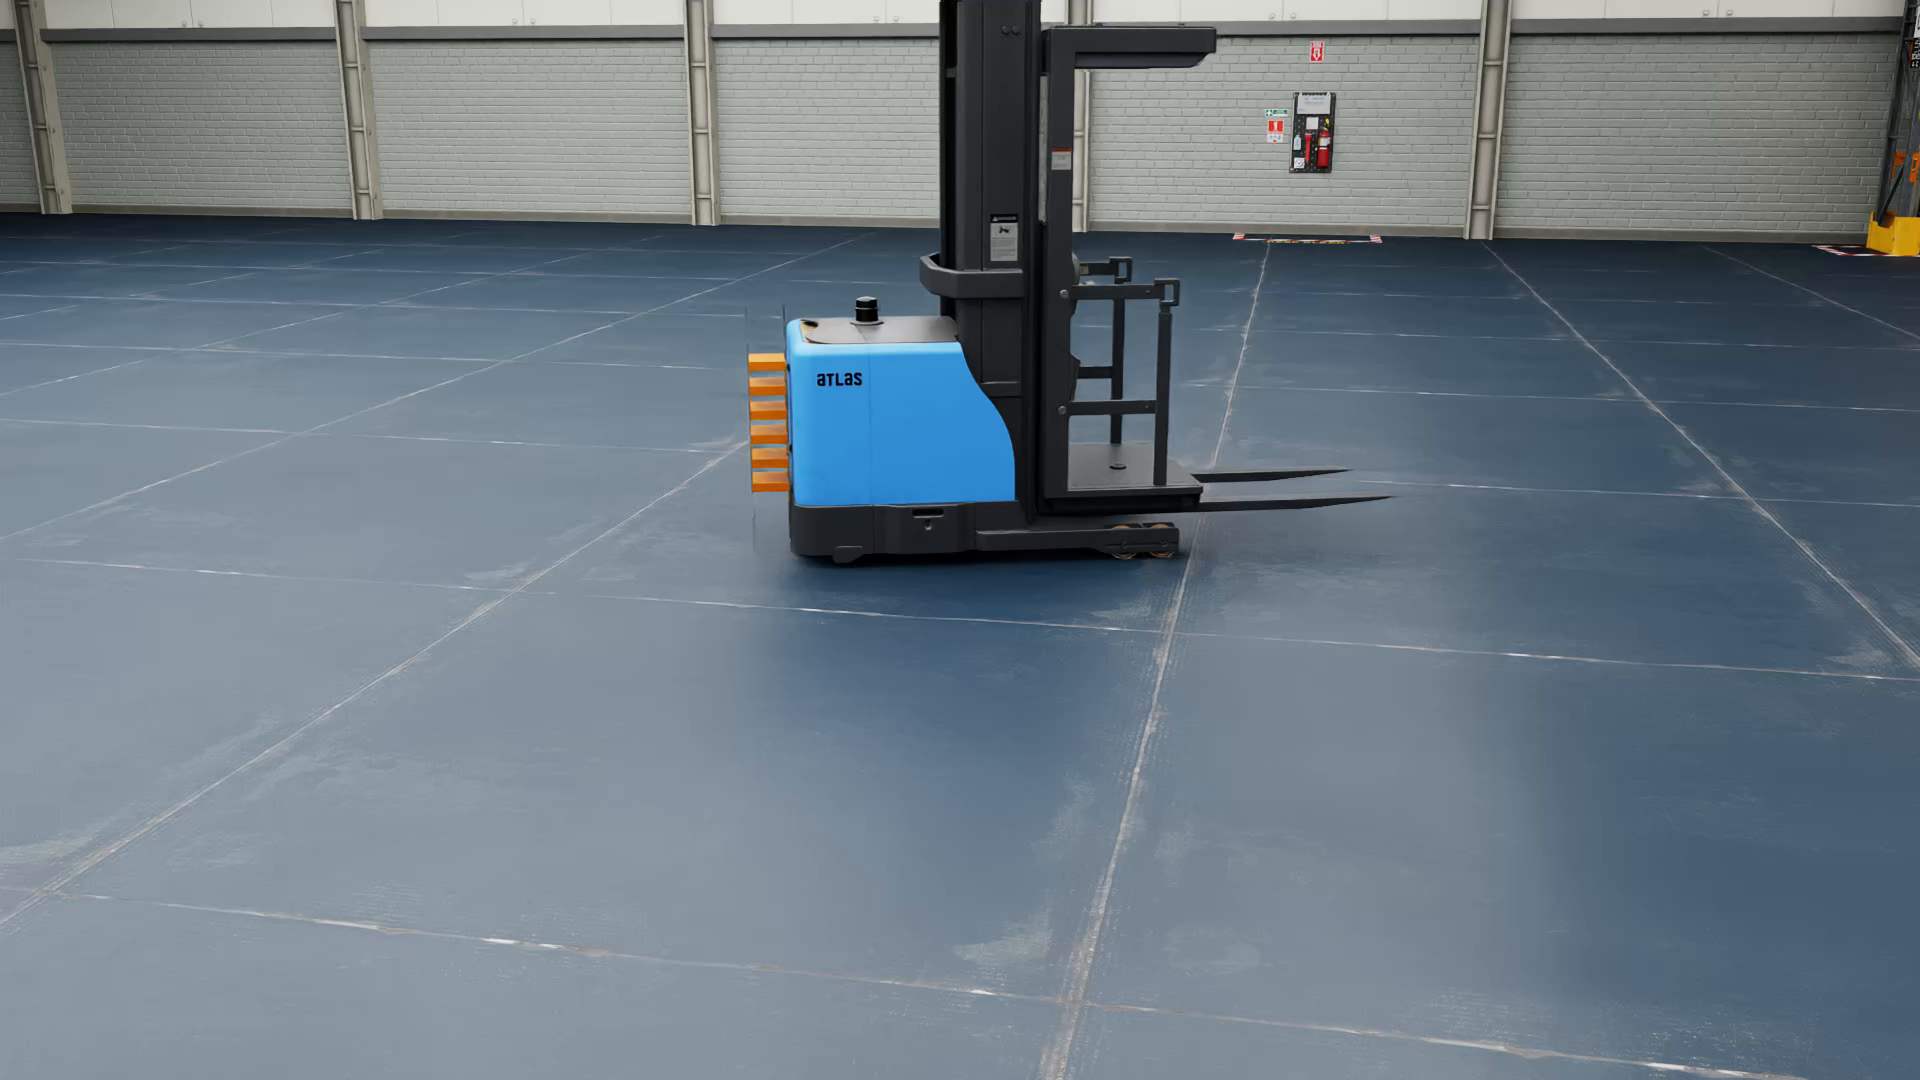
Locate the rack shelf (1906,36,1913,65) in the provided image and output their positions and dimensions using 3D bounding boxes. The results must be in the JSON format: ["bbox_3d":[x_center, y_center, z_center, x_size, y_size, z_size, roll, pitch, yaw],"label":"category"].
[{"bbox_3d":[14.644,-6.395,21.688,4.000,0.370,1.077,3,16,11],"label":"rack shelf"}]

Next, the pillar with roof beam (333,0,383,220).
[{"bbox_3d":[-10.834,-8.633,22.802,0.400,9.000,9.100,3,16,11],"label":"pillar with roof beam"}]

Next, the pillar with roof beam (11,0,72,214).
[{"bbox_3d":[-16.714,-8.953,23.954,0.400,9.000,9.100,3,16,11],"label":"pillar with roof beam"}]

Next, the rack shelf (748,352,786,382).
[{"bbox_3d":[-0.943,-0.847,8.120,0.180,0.103,0.258,-2,16,-7],"label":"rack shelf"}]

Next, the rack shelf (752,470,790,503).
[{"bbox_3d":[-0.943,-0.269,8.280,0.180,0.103,0.258,-2,16,-7],"label":"rack shelf"}]

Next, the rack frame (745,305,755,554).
[{"bbox_3d":[-1.033,-0.540,8.193,0.006,1.200,0.240,-2,16,-7],"label":"rack frame"}]

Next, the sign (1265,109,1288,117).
[{"bbox_3d":[4.730,-6.379,24.841,0.331,0.109,0.001,3,16,11],"label":"sign"}]

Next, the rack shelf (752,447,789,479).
[{"bbox_3d":[-0.943,-0.384,8.248,0.180,0.103,0.258,-2,16,-7],"label":"rack shelf"}]

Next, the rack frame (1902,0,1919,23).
[{"bbox_3d":[12.684,-8.294,21.576,0.127,3.000,1.000,3,16,11],"label":"rack frame"}]

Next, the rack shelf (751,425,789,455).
[{"bbox_3d":[-0.943,-0.500,8.216,0.180,0.103,0.258,-2,16,-7],"label":"rack shelf"}]

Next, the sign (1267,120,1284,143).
[{"bbox_3d":[4.727,-6.126,24.921,0.234,0.329,0.001,3,16,11],"label":"sign"}]

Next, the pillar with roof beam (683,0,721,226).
[{"bbox_3d":[-4.955,-8.314,21.650,0.400,9.000,9.100,3,16,11],"label":"pillar with roof beam"}]

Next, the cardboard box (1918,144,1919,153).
[{"bbox_3d":[13.181,-5.366,22.487,0.500,0.250,0.500,3,16,12],"label":"cardboard box"}]

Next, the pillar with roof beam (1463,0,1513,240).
[{"bbox_3d":[6.805,-7.676,19.345,0.400,9.000,9.100,3,16,11],"label":"pillar with roof beam"}]

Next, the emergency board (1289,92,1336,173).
[{"bbox_3d":[5.248,-6.052,24.722,0.643,1.169,0.194,3,16,11],"label":"emergency board"}]

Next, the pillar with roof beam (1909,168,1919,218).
[{"bbox_3d":[12.684,-7.357,18.193,0.400,9.000,9.100,3,16,11],"label":"pillar with roof beam"}]

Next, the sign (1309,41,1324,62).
[{"bbox_3d":[5.260,-7.196,24.508,0.199,0.298,0.001,3,16,11],"label":"sign"}]

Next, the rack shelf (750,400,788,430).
[{"bbox_3d":[-0.943,-0.616,8.184,0.180,0.103,0.258,-2,16,-7],"label":"rack shelf"}]

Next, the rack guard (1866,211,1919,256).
[{"bbox_3d":[12.758,-4.194,22.696,0.348,0.500,1.175,3,16,11],"label":"rack guard"}]

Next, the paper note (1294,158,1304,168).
[{"bbox_3d":[5.089,-5.655,24.939,0.142,0.148,0.016,3,16,11],"label":"paper note"}]

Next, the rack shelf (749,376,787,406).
[{"bbox_3d":[-0.943,-0.731,8.152,0.180,0.103,0.258,-2,16,-7],"label":"rack shelf"}]

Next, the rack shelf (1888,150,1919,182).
[{"bbox_3d":[14.644,-4.950,22.089,4.000,0.370,1.077,3,16,11],"label":"rack shelf"}]

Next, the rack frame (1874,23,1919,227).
[{"bbox_3d":[12.684,-5.403,22.377,0.127,3.000,1.000,3,16,11],"label":"rack frame"}]

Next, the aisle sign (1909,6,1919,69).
[{"bbox_3d":[12.554,-6.581,21.760,0.004,0.787,0.394,3,16,11],"label":"aisle sign"}]

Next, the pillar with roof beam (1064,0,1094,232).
[{"bbox_3d":[0.925,-7.995,20.497,0.400,9.000,9.100,3,16,11],"label":"pillar with roof beam"}]

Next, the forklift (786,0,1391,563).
[{"bbox_3d":[0.648,-1.455,8.252,3.031,2.935,1.130,-2,16,-7],"label":"forklift"}]

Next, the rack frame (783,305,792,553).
[{"bbox_3d":[-0.852,-0.546,8.215,0.006,1.200,0.240,-2,16,-7],"label":"rack frame"}]

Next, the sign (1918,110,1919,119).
[{"bbox_3d":[12.576,-5.678,21.749,0.005,0.325,0.100,3,16,11],"label":"sign"}]

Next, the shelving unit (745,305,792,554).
[{"bbox_3d":[-0.943,-0.543,8.204,0.189,1.200,0.258,-2,16,-7],"label":"shelving unit"}]
